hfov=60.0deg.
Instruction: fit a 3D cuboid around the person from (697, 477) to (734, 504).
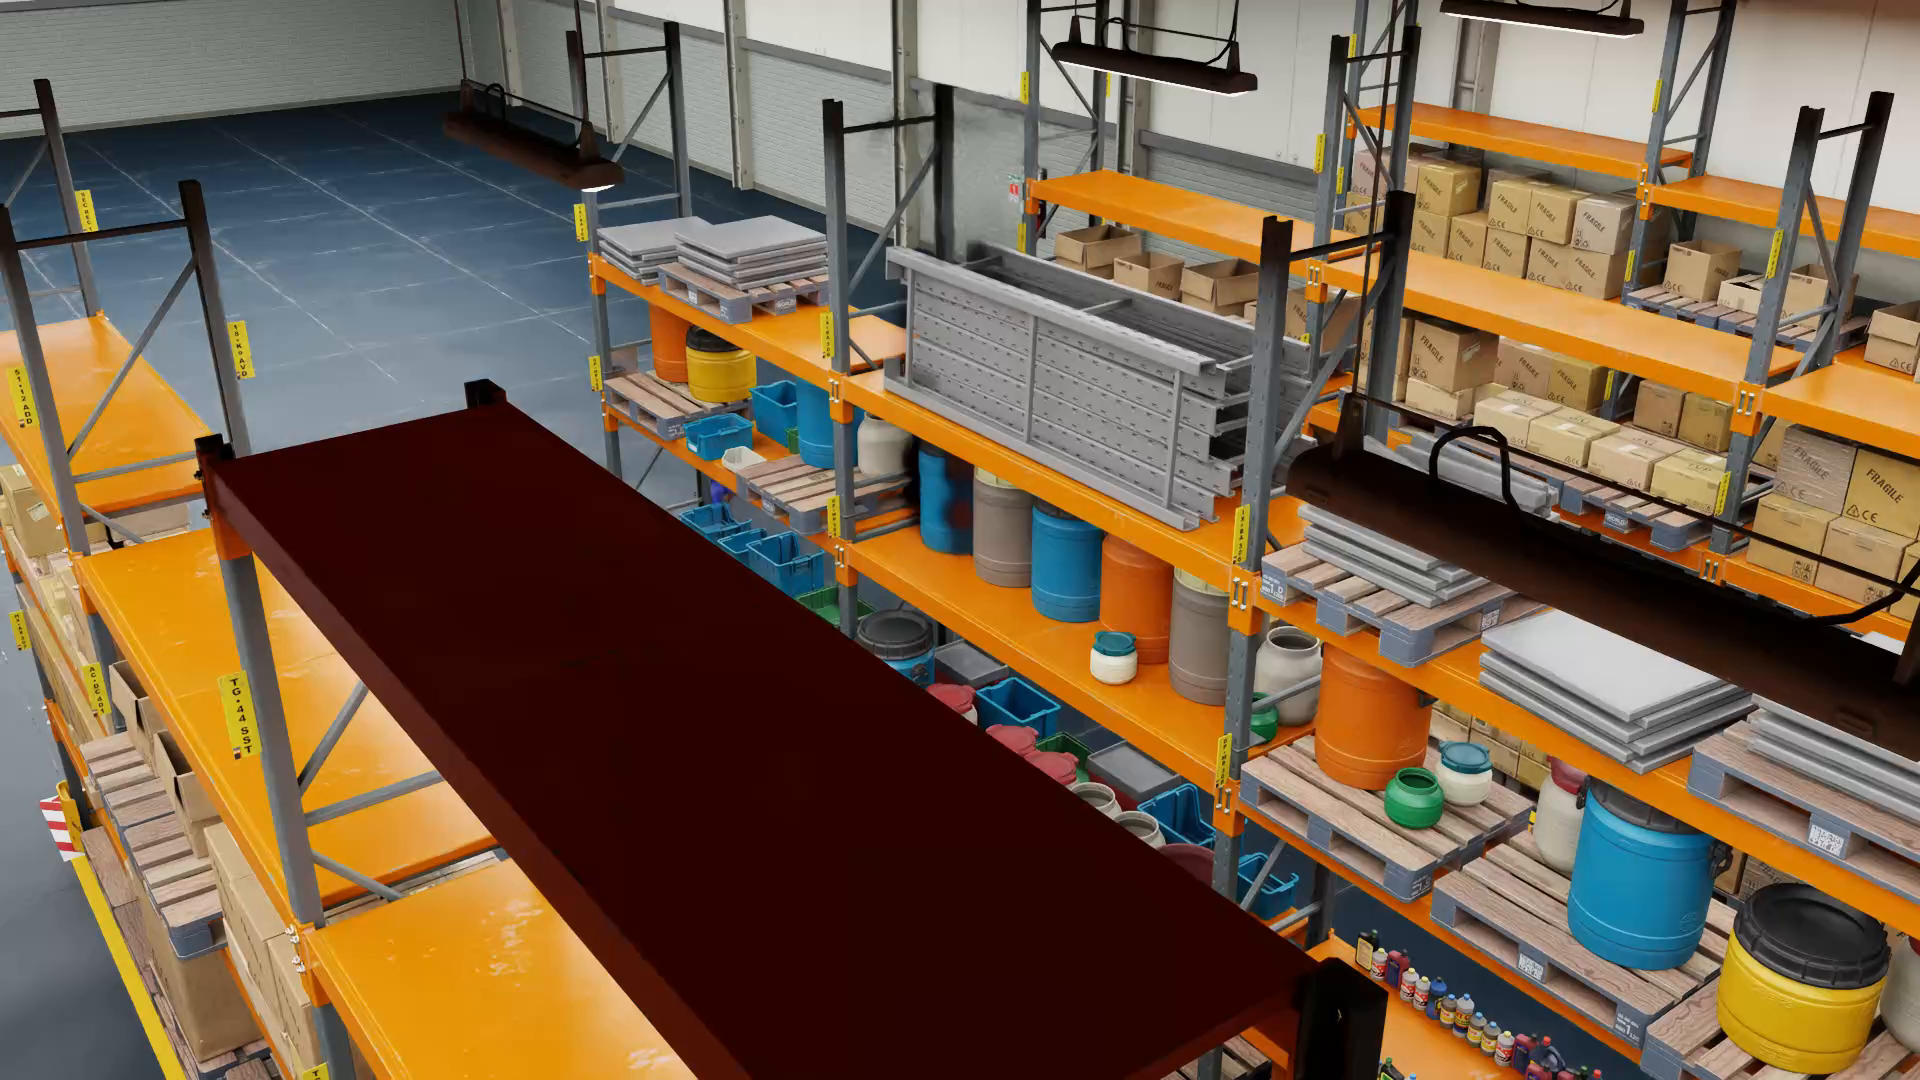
[{"bbox_3d":[-2.587,-0.129,17.377,0.558,1.601,0.574,2,25,5],"label":"person"}]
